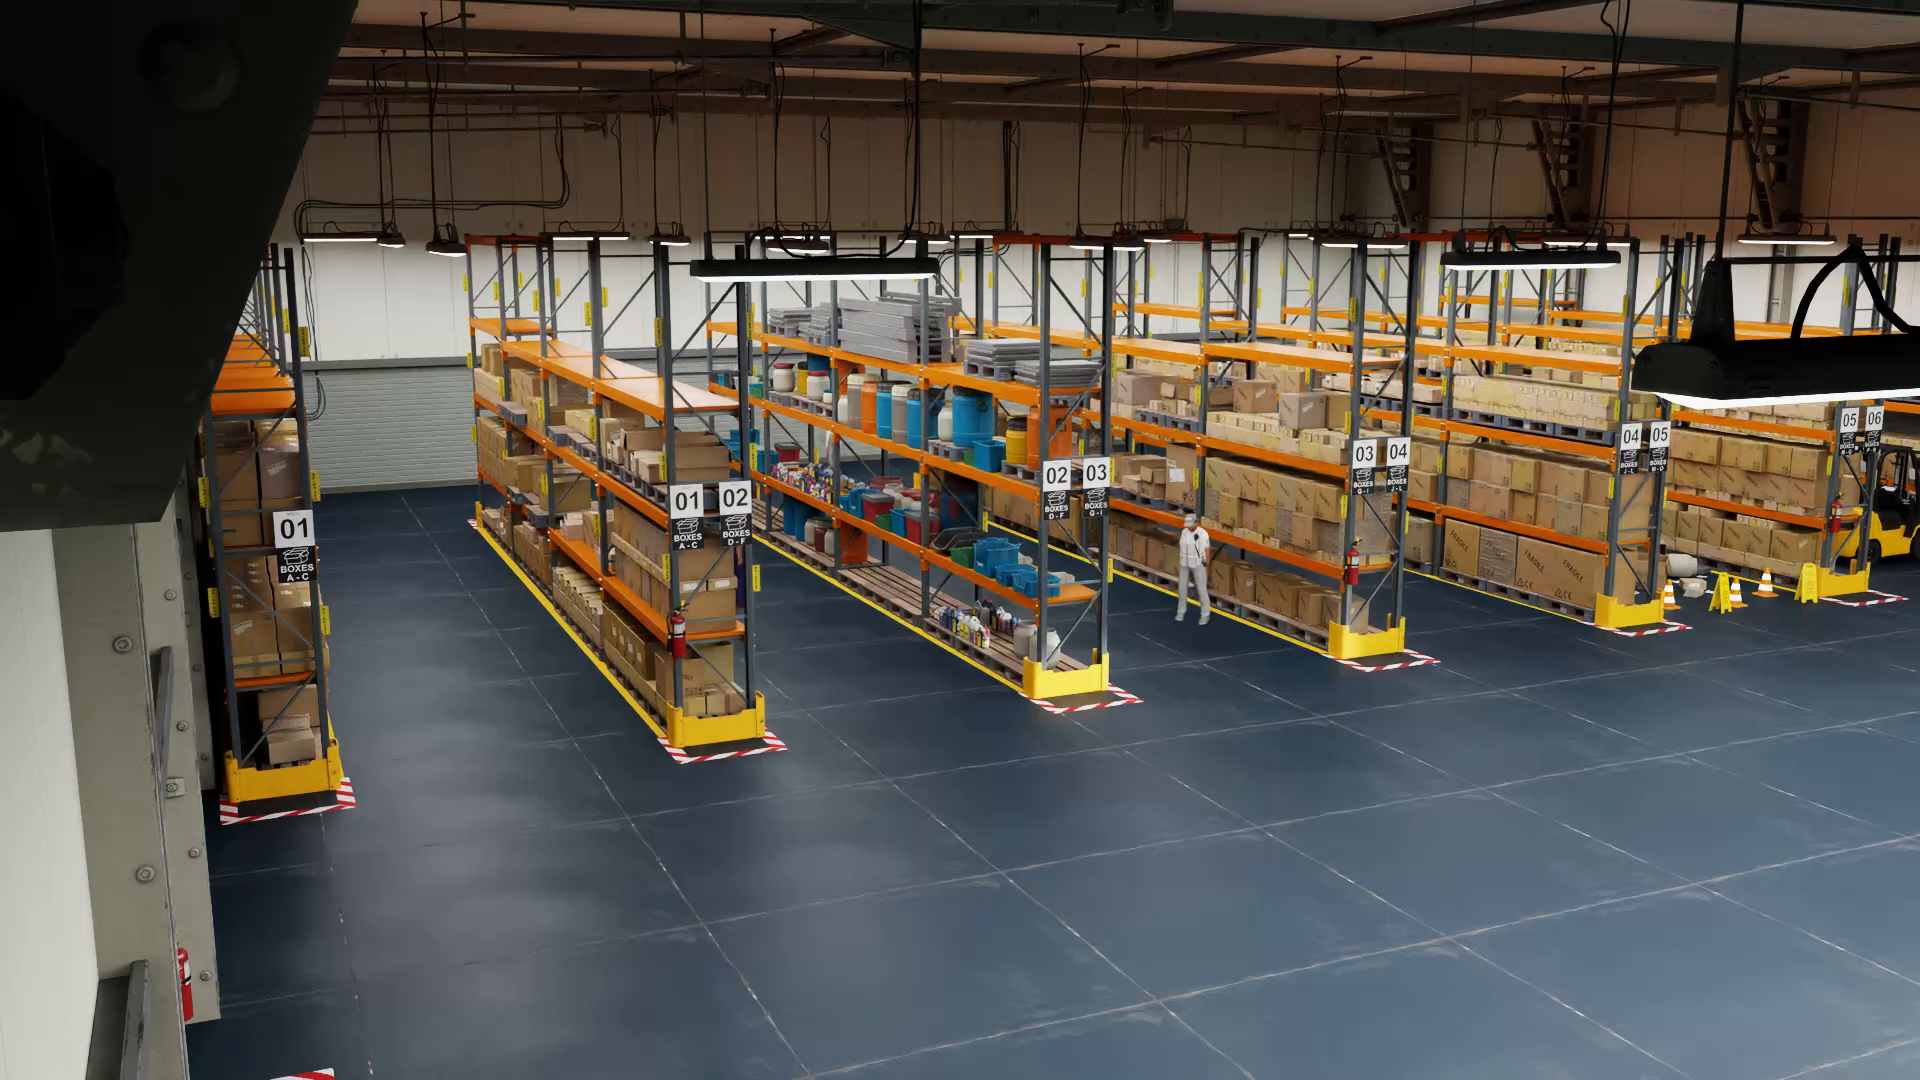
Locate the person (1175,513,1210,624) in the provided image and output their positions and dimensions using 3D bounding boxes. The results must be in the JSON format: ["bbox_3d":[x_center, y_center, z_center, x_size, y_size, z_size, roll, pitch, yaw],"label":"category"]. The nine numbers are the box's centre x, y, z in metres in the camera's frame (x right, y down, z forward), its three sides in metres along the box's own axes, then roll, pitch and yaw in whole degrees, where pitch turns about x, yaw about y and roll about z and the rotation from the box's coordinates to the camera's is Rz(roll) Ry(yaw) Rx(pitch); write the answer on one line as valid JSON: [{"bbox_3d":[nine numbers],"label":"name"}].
[{"bbox_3d":[3.527,0.413,25.131,0.577,1.660,0.438,9,14,37],"label":"person"}]

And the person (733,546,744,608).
[{"bbox_3d":[-3.512,0.224,26.048,0.406,1.648,0.535,-7,13,-33],"label":"person"}]

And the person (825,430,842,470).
[{"bbox_3d":[-3.007,-2.037,39.686,0.416,1.478,0.493,-6,13,-30],"label":"person"}]
